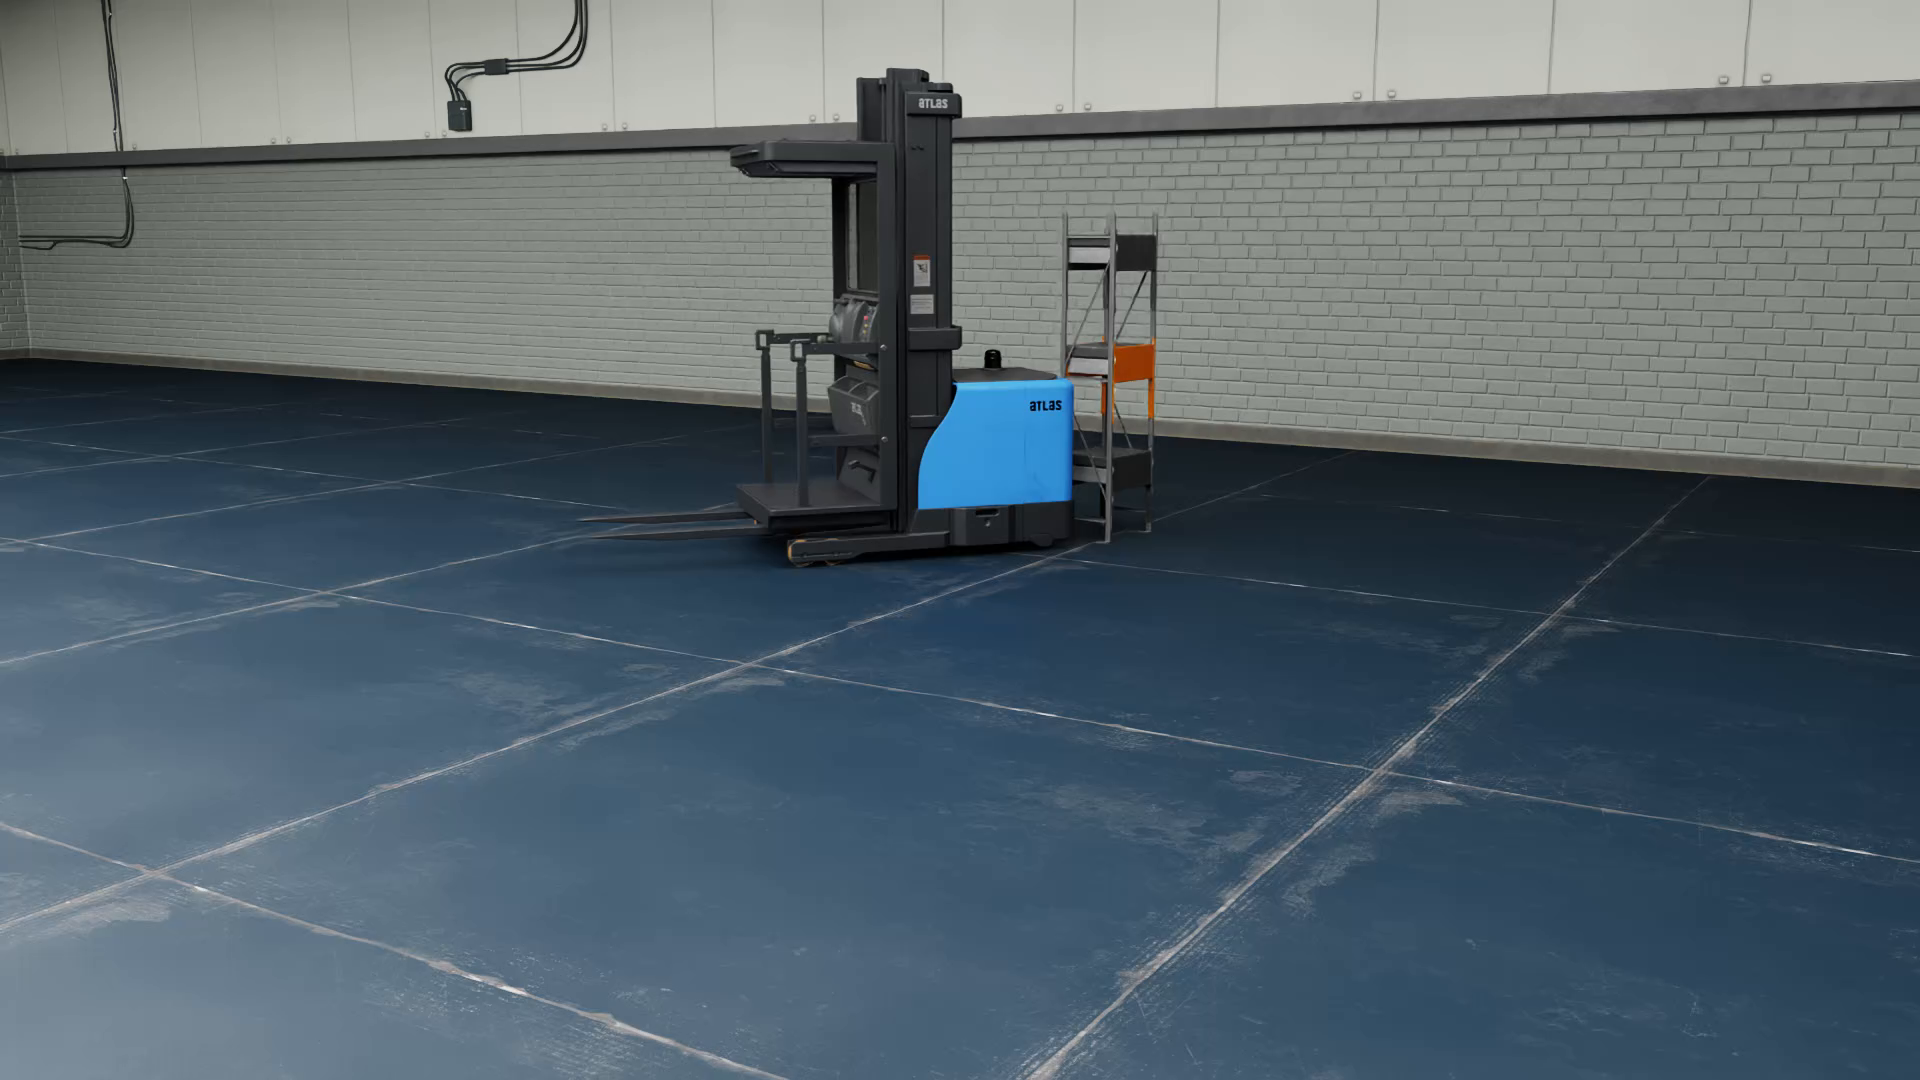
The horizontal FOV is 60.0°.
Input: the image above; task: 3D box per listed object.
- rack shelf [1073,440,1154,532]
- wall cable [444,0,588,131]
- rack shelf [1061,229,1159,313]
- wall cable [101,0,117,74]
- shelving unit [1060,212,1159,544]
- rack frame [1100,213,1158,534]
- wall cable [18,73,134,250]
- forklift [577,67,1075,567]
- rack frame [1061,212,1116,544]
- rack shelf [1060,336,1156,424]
[{"bbox_3d":[0.965,-0.361,10.970,0.431,0.518,0.480,8,14,38],"label":"rack shelf"},{"bbox_3d":[-5.334,-7.923,19.491,2.305,6.003,0.169,6,12,31],"label":"wall cable"},{"bbox_3d":[0.965,-1.737,10.713,0.431,0.518,0.480,8,14,38],"label":"rack shelf"},{"bbox_3d":[-11.127,-7.858,23.102,3.097,2.526,0.112,6,12,31],"label":"wall cable"},{"bbox_3d":[0.965,-1.063,10.839,0.431,2.100,0.503,8,14,38],"label":"shelving unit"},{"bbox_3d":[1.118,-1.098,11.026,0.400,2.100,0.015,8,14,38],"label":"rack frame"},{"bbox_3d":[-13.439,-5.634,24.948,3.097,2.526,0.112,6,12,31],"label":"wall cable"},{"bbox_3d":[-0.845,-1.385,10.303,3.031,2.935,1.130,-4,11,-18],"label":"forklift"},{"bbox_3d":[0.813,-1.028,10.652,0.400,2.100,0.015,8,14,38],"label":"rack frame"},{"bbox_3d":[0.965,-1.049,10.842,0.431,0.518,0.480,8,14,38],"label":"rack shelf"}]
